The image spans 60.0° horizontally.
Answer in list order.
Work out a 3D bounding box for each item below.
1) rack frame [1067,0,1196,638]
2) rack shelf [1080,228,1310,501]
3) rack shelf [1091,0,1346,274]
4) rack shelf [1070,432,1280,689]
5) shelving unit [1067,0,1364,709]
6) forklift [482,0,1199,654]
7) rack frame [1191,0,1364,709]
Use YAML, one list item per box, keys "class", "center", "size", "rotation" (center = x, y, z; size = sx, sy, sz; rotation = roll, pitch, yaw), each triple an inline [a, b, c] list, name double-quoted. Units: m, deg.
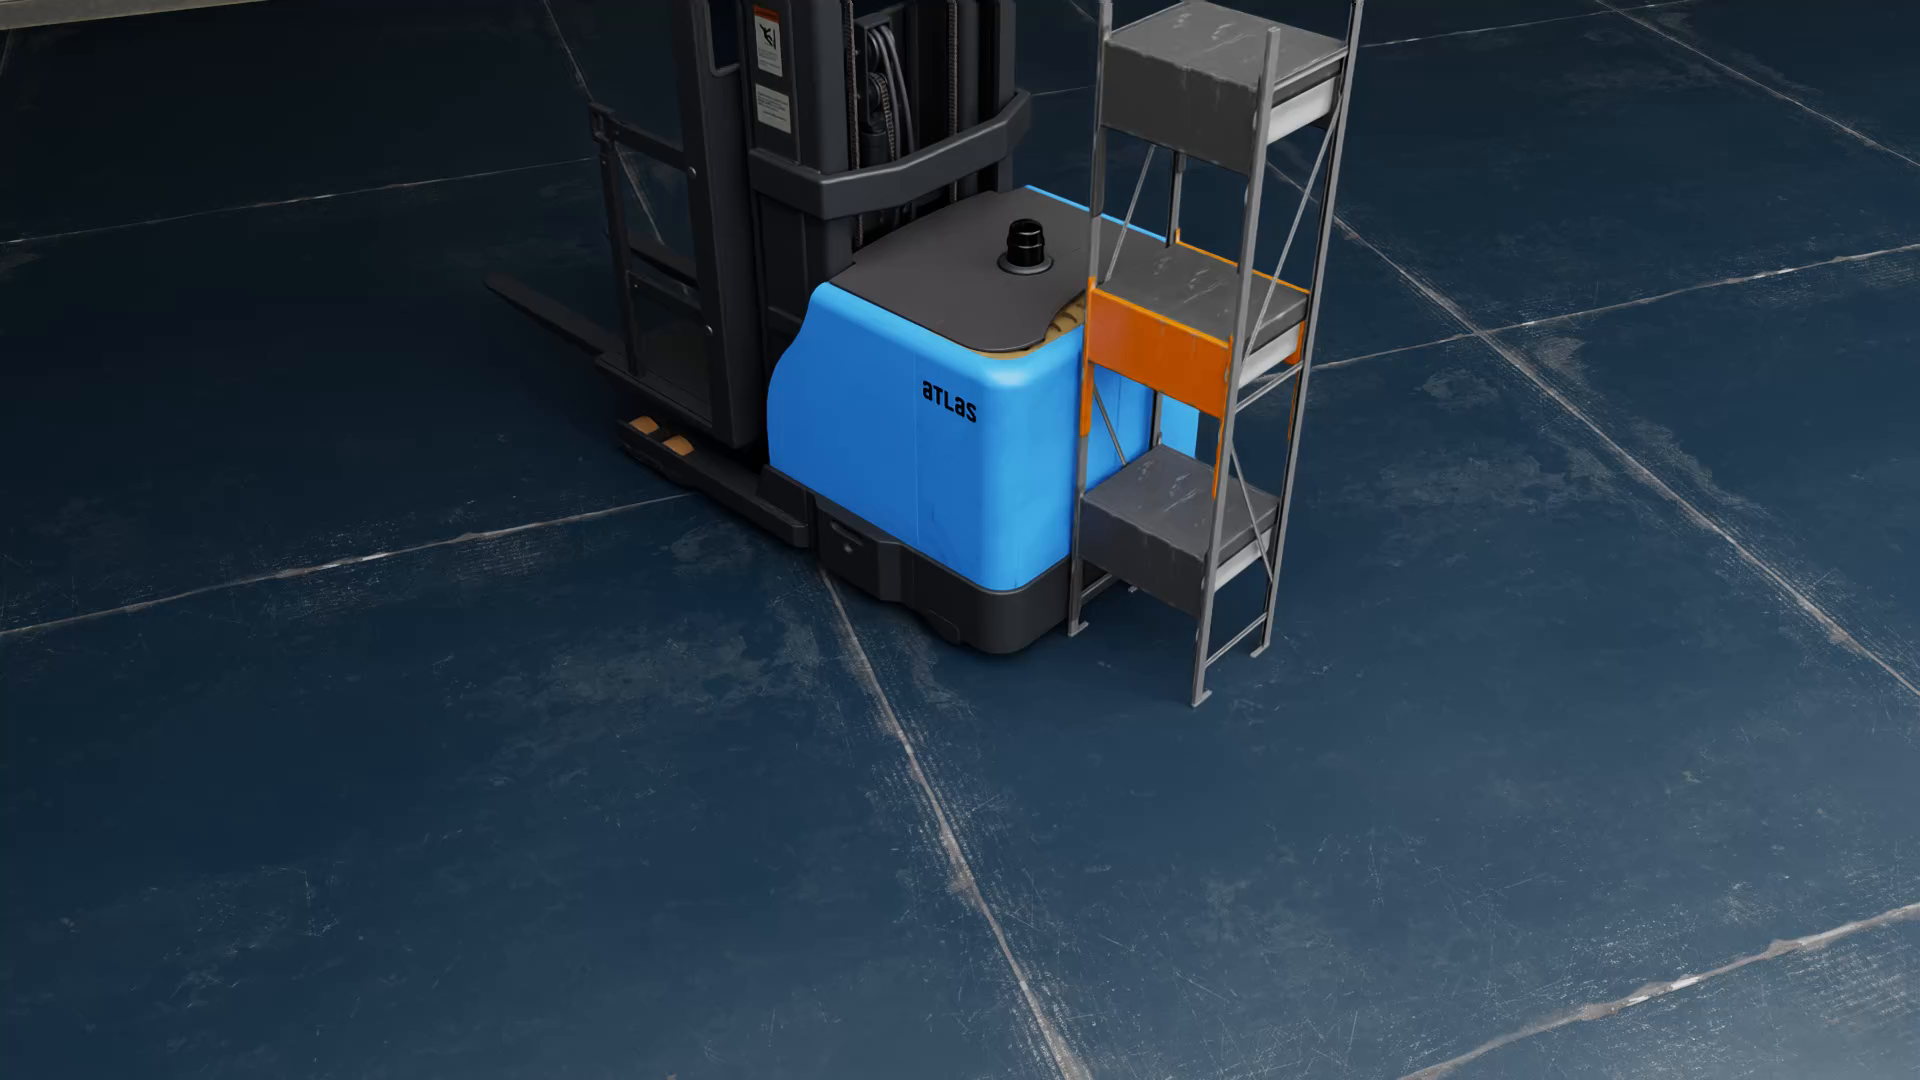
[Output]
- class: "rack frame"
  center: [0.486, -0.614, 4.820]
  size: [0.015, 2.100, 0.400]
  rotation: [29, 46, 33]
- class: "rack shelf"
  center: [0.665, -0.504, 4.696]
  size: [0.480, 0.518, 0.431]
  rotation: [29, 46, 33]
- class: "rack shelf"
  center: [0.665, -1.063, 4.275]
  size: [0.480, 0.518, 0.431]
  rotation: [29, 46, 33]
- class: "rack shelf"
  center: [0.665, 0.055, 5.118]
  size: [0.480, 0.518, 0.431]
  rotation: [29, 46, 33]
- class: "shelving unit"
  center: [0.665, -0.515, 4.688]
  size: [0.503, 2.100, 0.431]
  rotation: [29, 46, 33]
- class: "forklift"
  center: [-0.619, -1.584, 5.417]
  size: [3.031, 2.935, 1.130]
  rotation: [29, 46, 33]
- class: "rack frame"
  center: [0.845, -0.415, 4.556]
  size: [0.015, 2.100, 0.400]
  rotation: [29, 46, 33]
